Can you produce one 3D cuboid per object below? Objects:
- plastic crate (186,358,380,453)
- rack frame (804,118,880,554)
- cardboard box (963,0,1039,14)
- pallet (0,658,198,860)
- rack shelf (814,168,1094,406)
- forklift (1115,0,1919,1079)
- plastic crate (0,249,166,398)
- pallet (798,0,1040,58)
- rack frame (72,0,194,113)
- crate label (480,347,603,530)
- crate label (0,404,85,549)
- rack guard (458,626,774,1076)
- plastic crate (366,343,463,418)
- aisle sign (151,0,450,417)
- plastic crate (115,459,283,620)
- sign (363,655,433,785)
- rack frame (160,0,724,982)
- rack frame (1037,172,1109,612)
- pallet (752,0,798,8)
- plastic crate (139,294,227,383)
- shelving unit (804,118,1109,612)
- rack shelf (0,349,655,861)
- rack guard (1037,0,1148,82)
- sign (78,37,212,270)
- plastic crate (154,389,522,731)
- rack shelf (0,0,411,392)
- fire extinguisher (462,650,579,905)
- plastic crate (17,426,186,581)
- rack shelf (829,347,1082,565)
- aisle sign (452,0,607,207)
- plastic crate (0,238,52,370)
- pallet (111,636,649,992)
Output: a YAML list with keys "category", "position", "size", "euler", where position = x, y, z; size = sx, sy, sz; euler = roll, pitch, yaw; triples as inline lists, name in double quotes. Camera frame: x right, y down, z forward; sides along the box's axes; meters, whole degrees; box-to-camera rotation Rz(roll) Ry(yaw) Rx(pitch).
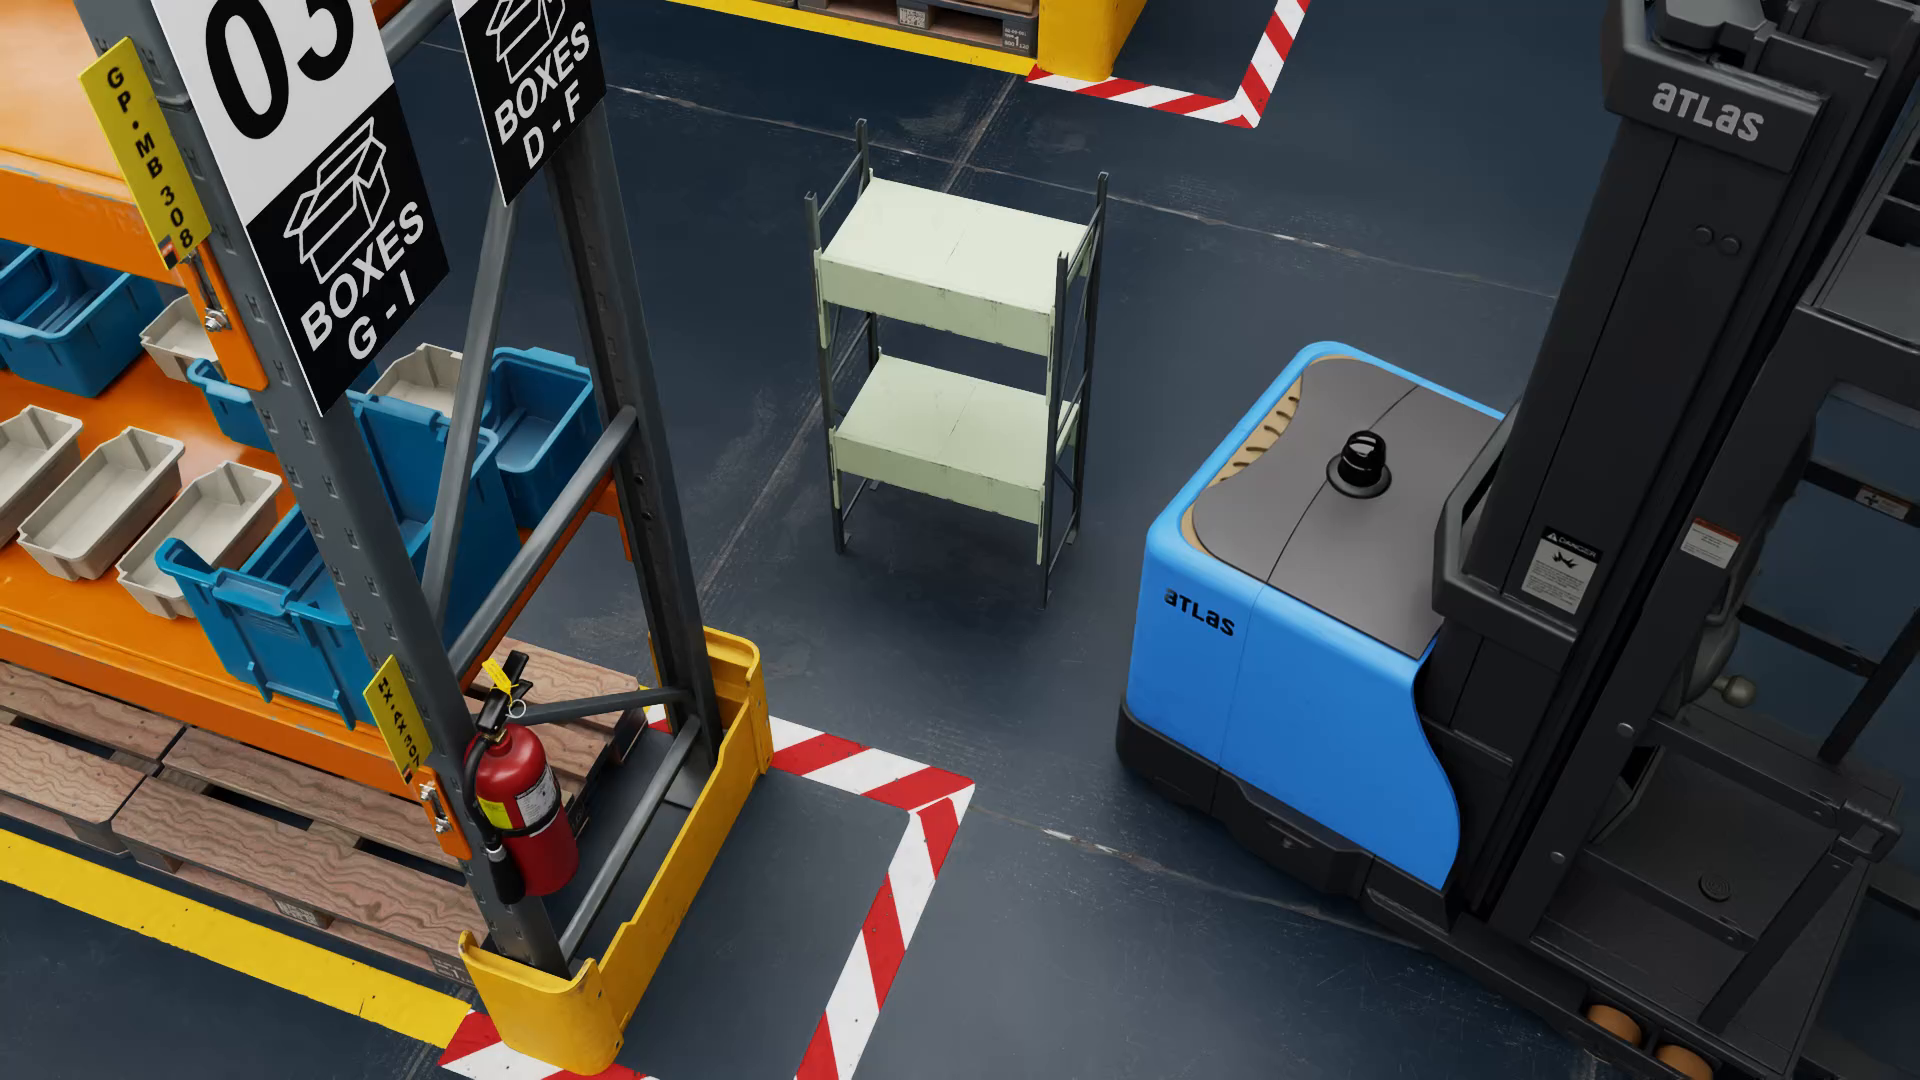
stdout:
- category: "plastic crate"
  position: [-1.685, -0.411, 4.192]
  size: [0.300, 0.233, 0.416]
  euler: [16, 51, 13]
- category: "rack frame"
  position: [-0.350, -0.589, 5.268]
  size: [0.023, 1.500, 0.400]
  euler: [16, 51, 13]
- category: "cardboard box"
  position: [0.174, -2.779, 7.537]
  size: [0.500, 0.500, 0.500]
  euler: [16, 51, 13]
- category: "pallet"
  position: [-2.851, 0.373, 5.287]
  size: [1.213, 0.211, 1.003]
  euler: [16, 51, 13]
- category: "rack shelf"
  position: [-0.006, -0.749, 4.890]
  size: [0.720, 0.370, 0.431]
  euler: [16, 51, 13]
- category: "forklift"
  position: [1.971, 0.082, 3.739]
  size: [3.031, 2.935, 1.130]
  euler: [28, 55, 22]
- category: "plastic crate"
  position: [-2.303, -0.584, 4.342]
  size: [0.300, 0.233, 0.416]
  euler: [16, 51, 13]
- category: "pallet"
  position: [-0.050, -2.801, 8.038]
  size: [1.213, 0.211, 1.003]
  euler: [16, 51, 13]
- category: "rack frame"
  position: [-0.950, -1.941, 1.477]
  size: [0.127, 3.000, 1.000]
  euler: [16, 51, 13]
- category: "crate label"
  position: [-1.068, -0.239, 4.043]
  size: [0.303, 0.233, 0.416]
  euler: [16, 51, 13]
- category: "crate label"
  position: [-2.315, -0.136, 4.018]
  size: [0.243, 0.136, 0.396]
  euler: [16, 51, 13]
- category: "rack guard"
  position: [-0.923, 0.840, 4.691]
  size: [0.348, 0.500, 1.175]
  euler: [16, 51, 13]
- category: "plastic crate"
  position: [-1.340, -0.350, 4.203]
  size: [0.298, 0.136, 0.250]
  euler: [16, 51, 13]
- category: "aisle sign"
  position: [-0.984, -0.601, 2.565]
  size: [0.004, 0.787, 0.394]
  euler: [16, 51, 13]
- category: "plastic crate"
  position: [-1.778, 0.006, 3.895]
  size: [0.243, 0.136, 0.396]
  euler: [16, 51, 13]
- category: "sign"
  position: [-1.126, 0.365, 3.341]
  size: [0.005, 0.325, 0.100]
  euler: [16, 51, 13]
- category: "rack frame"
  position: [-0.950, 0.024, 3.744]
  size: [0.127, 3.000, 1.000]
  euler: [16, 51, 13]
- category: "rack frame"
  position: [0.337, -0.397, 5.102]
  size: [0.023, 1.500, 0.400]
  euler: [16, 51, 13]
- category: "pallet"
  position: [-1.190, -3.121, 8.316]
  size: [1.213, 0.211, 1.003]
  euler: [16, 51, 13]
- category: "plastic crate"
  position: [-1.976, -0.528, 4.357]
  size: [0.298, 0.136, 0.250]
  euler: [16, 51, 13]
- category: "shelving unit"
  position: [-0.006, -0.493, 5.185]
  size: [0.755, 1.500, 0.431]
  euler: [16, 51, 13]
- category: "rack shelf"
  position: [-2.827, -0.264, 4.470]
  size: [4.000, 0.370, 1.077]
  euler: [16, 51, 13]
- category: "rack guard"
  position: [0.698, -2.687, 7.748]
  size: [0.348, 0.500, 1.175]
  euler: [16, 51, 13]
- category: "sign"
  position: [-1.126, -0.530, 2.309]
  size: [0.005, 0.325, 0.100]
  euler: [16, 51, 13]
- category: "plastic crate"
  position: [-1.329, 0.038, 3.669]
  size: [0.499, 0.435, 0.616]
  euler: [16, 51, 13]
- category: "rack shelf"
  position: [-2.827, -1.246, 3.336]
  size: [4.000, 0.370, 1.077]
  euler: [16, 51, 13]
- category: "fire extinguisher"
  position: [-0.966, 0.533, 3.601]
  size: [0.183, 0.674, 0.296]
  euler: [16, 51, 13]
- category: "plastic crate"
  position: [-2.045, -0.081, 3.970]
  size: [0.243, 0.136, 0.396]
  euler: [16, 51, 13]
- category: "rack shelf"
  position: [-0.006, -0.279, 5.431]
  size: [0.720, 0.370, 0.431]
  euler: [16, 51, 13]
- category: "aisle sign"
  position: [-0.780, -1.019, 2.928]
  size: [0.004, 0.787, 0.394]
  euler: [16, 51, 13]
- category: "plastic crate"
  position: [-2.585, -0.662, 4.410]
  size: [0.300, 0.233, 0.416]
  euler: [16, 51, 13]
- category: "pallet"
  position: [-1.711, 0.694, 5.009]
  size: [1.213, 0.211, 1.003]
  euler: [16, 51, 13]
